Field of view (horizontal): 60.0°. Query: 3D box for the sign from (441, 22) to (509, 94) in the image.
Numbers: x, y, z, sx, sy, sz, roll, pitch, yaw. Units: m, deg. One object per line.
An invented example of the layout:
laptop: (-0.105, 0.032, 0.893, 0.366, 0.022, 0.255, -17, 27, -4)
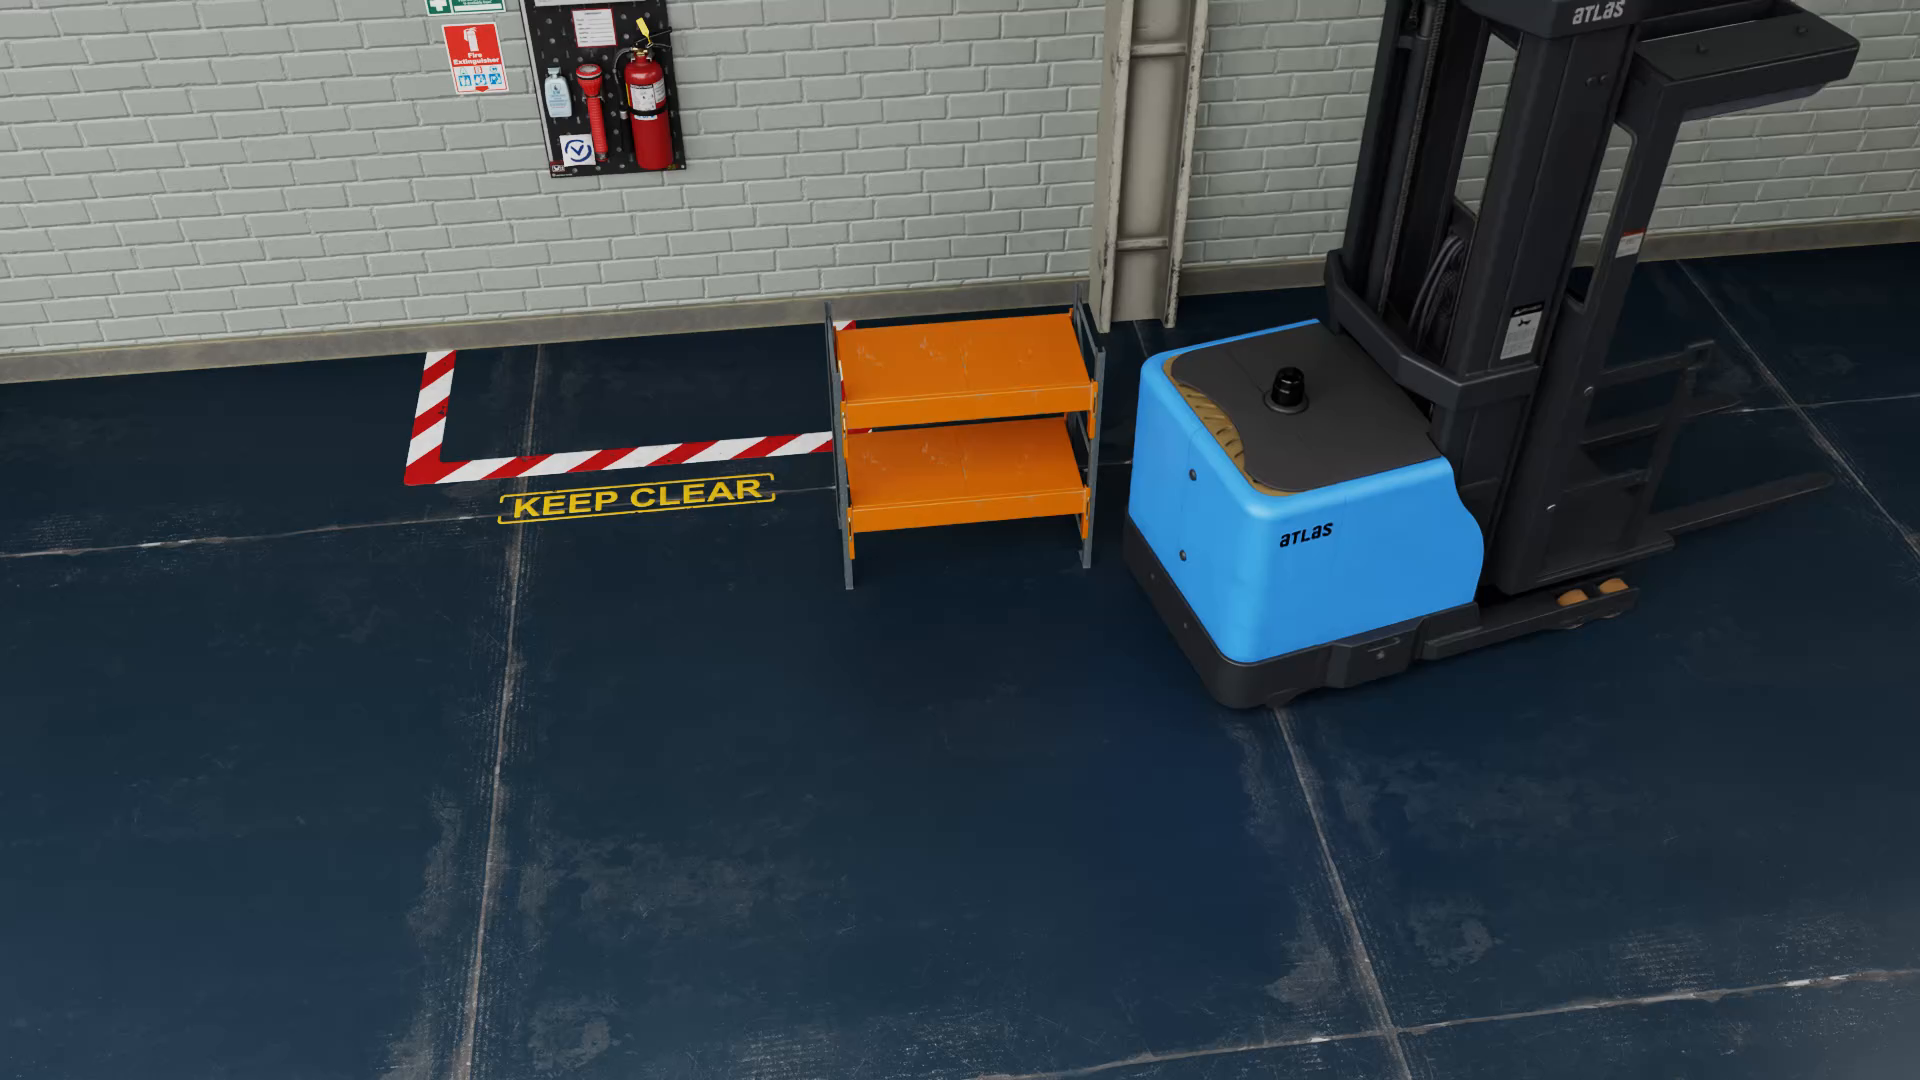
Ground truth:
sign: (-2.138, -2.125, 7.340, 0.234, 0.329, 0.001, -5, 42, -6)

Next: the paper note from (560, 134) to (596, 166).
paper note: (-1.761, -1.795, 7.658, 0.142, 0.148, 0.016, -5, 42, -6)

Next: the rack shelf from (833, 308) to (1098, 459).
rack shelf: (0.007, -0.636, 6.678, 1.000, 0.278, 0.538, -5, 42, -6)

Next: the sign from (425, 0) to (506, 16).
sign: (-2.132, -2.316, 7.156, 0.331, 0.109, 0.001, -5, 42, -6)

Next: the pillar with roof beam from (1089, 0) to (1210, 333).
pillar with roof beam: (1.437, -1.649, 2.360, 0.400, 9.000, 9.100, -5, 42, -6)

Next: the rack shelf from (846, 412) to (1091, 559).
rack shelf: (0.007, -0.237, 7.038, 1.000, 0.278, 0.538, -5, 42, -6)

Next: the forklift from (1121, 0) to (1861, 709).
forklift: (2.259, -1.041, 6.216, 3.031, 2.935, 1.130, -14, 44, -15)

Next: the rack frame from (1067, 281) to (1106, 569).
rack frame: (0.511, -0.462, 6.923, 0.032, 1.125, 0.500, -5, 42, -6)

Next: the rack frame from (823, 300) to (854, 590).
rack frame: (-0.497, -0.374, 6.825, 0.032, 1.125, 0.500, -5, 42, -6)

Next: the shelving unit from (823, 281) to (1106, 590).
shelving unit: (0.007, -0.418, 6.874, 1.048, 1.125, 0.538, -5, 42, -6)

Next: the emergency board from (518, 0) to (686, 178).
emergency board: (-1.576, -2.091, 7.329, 0.643, 1.169, 0.194, -5, 42, -6)
